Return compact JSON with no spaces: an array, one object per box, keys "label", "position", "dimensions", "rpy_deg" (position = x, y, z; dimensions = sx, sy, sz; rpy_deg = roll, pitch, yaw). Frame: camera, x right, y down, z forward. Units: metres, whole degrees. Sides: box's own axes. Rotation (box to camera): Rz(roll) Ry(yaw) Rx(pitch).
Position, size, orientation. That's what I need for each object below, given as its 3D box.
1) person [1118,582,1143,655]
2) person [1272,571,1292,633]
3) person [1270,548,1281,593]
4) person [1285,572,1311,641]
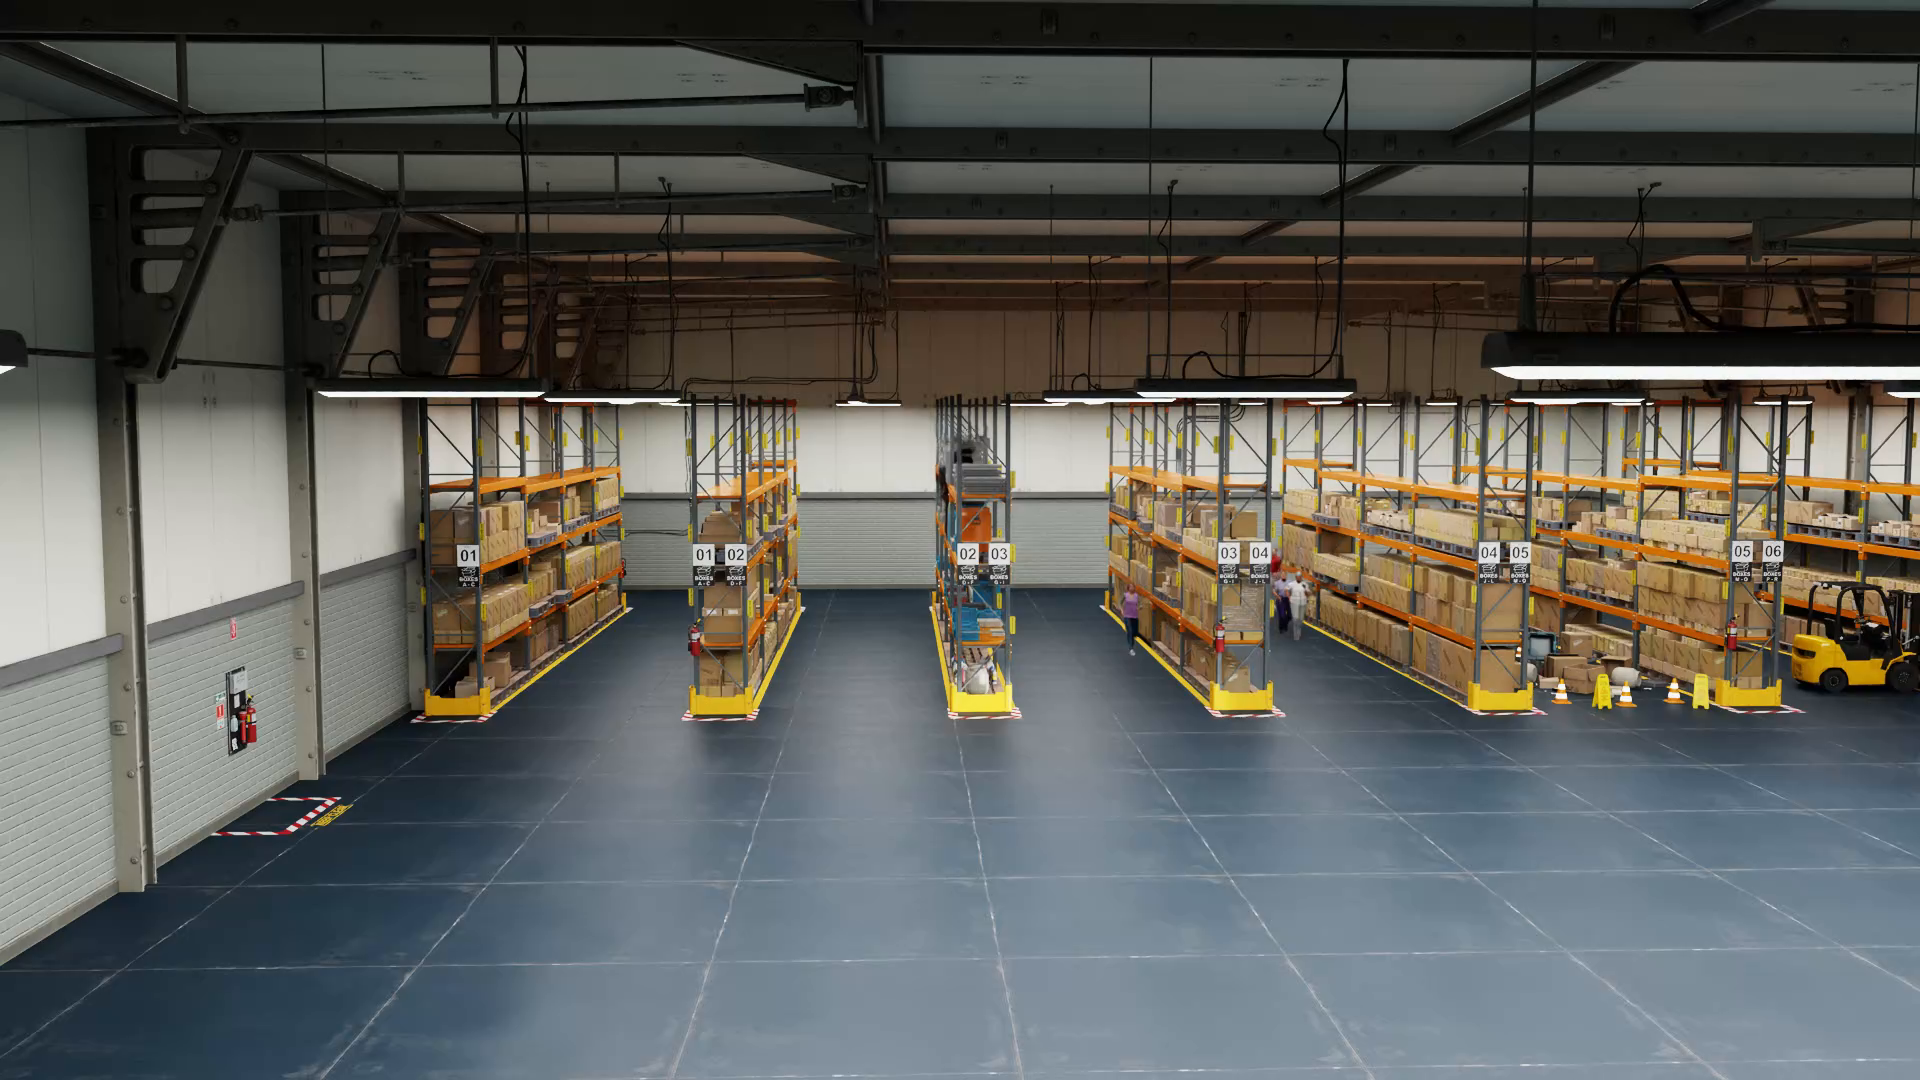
[{"label":"person","position":[3.800,1.731,36.973],"dimensions":[0.548,1.582,0.740],"rpy_deg":[0,5,-6]},{"label":"person","position":[8.275,1.591,42.379],"dimensions":[0.617,1.609,0.527],"rpy_deg":[0,4,1]},{"label":"person","position":[9.321,1.042,49.064],"dimensions":[0.910,1.656,0.730],"rpy_deg":[-1,5,-7]},{"label":"person","position":[8.419,1.642,41.353],"dimensions":[0.588,1.720,0.696],"rpy_deg":[0,5,-4]}]
